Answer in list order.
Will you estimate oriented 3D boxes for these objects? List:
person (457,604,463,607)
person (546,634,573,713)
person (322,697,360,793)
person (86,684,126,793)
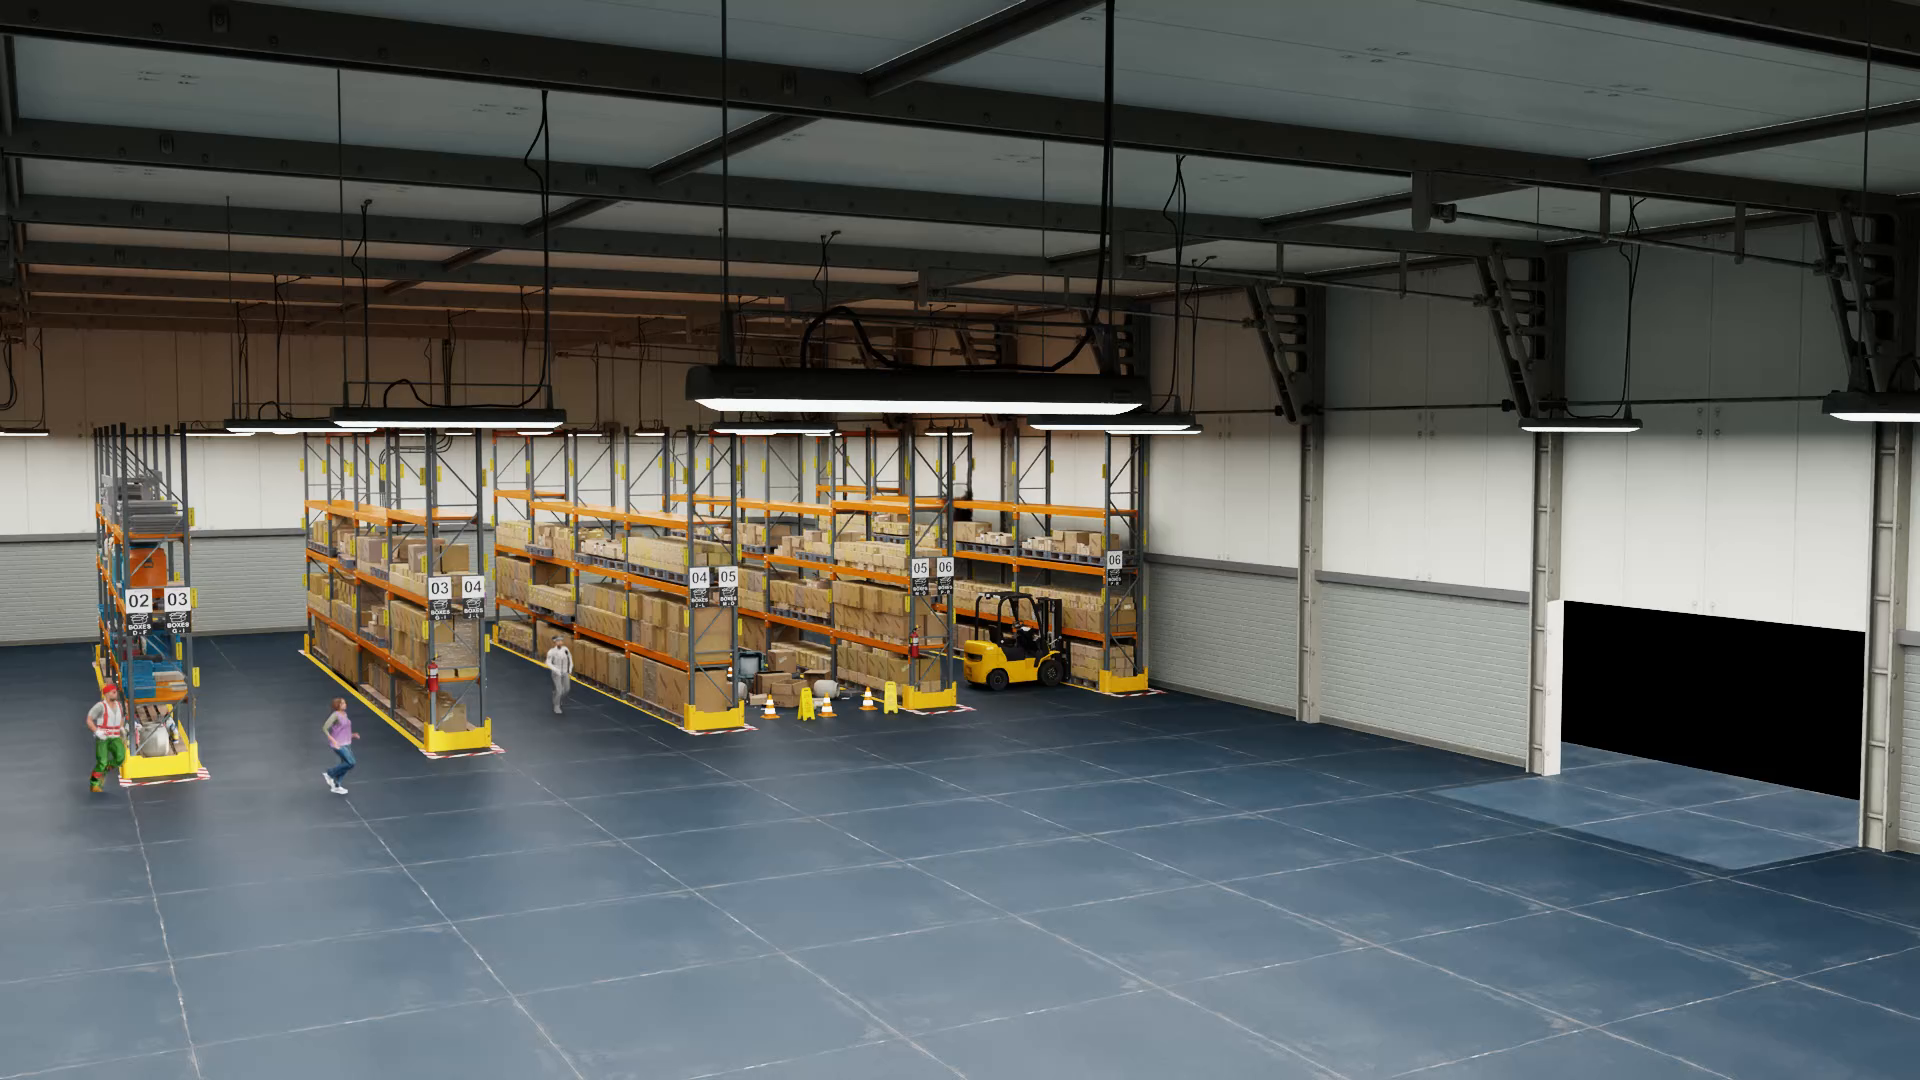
[{"bbox_3d":[-14.310,2.097,46.507,0.961,1.666,0.506,1,4,17],"label":"person"},{"bbox_3d":[-8.383,2.795,34.877,0.637,1.656,0.603,-3,4,-37],"label":"person"},{"bbox_3d":[-9.985,3.323,26.877,0.535,1.556,0.536,0,3,3],"label":"person"},{"bbox_3d":[-13.869,3.217,27.140,0.529,1.720,0.716,2,4,27],"label":"person"}]
